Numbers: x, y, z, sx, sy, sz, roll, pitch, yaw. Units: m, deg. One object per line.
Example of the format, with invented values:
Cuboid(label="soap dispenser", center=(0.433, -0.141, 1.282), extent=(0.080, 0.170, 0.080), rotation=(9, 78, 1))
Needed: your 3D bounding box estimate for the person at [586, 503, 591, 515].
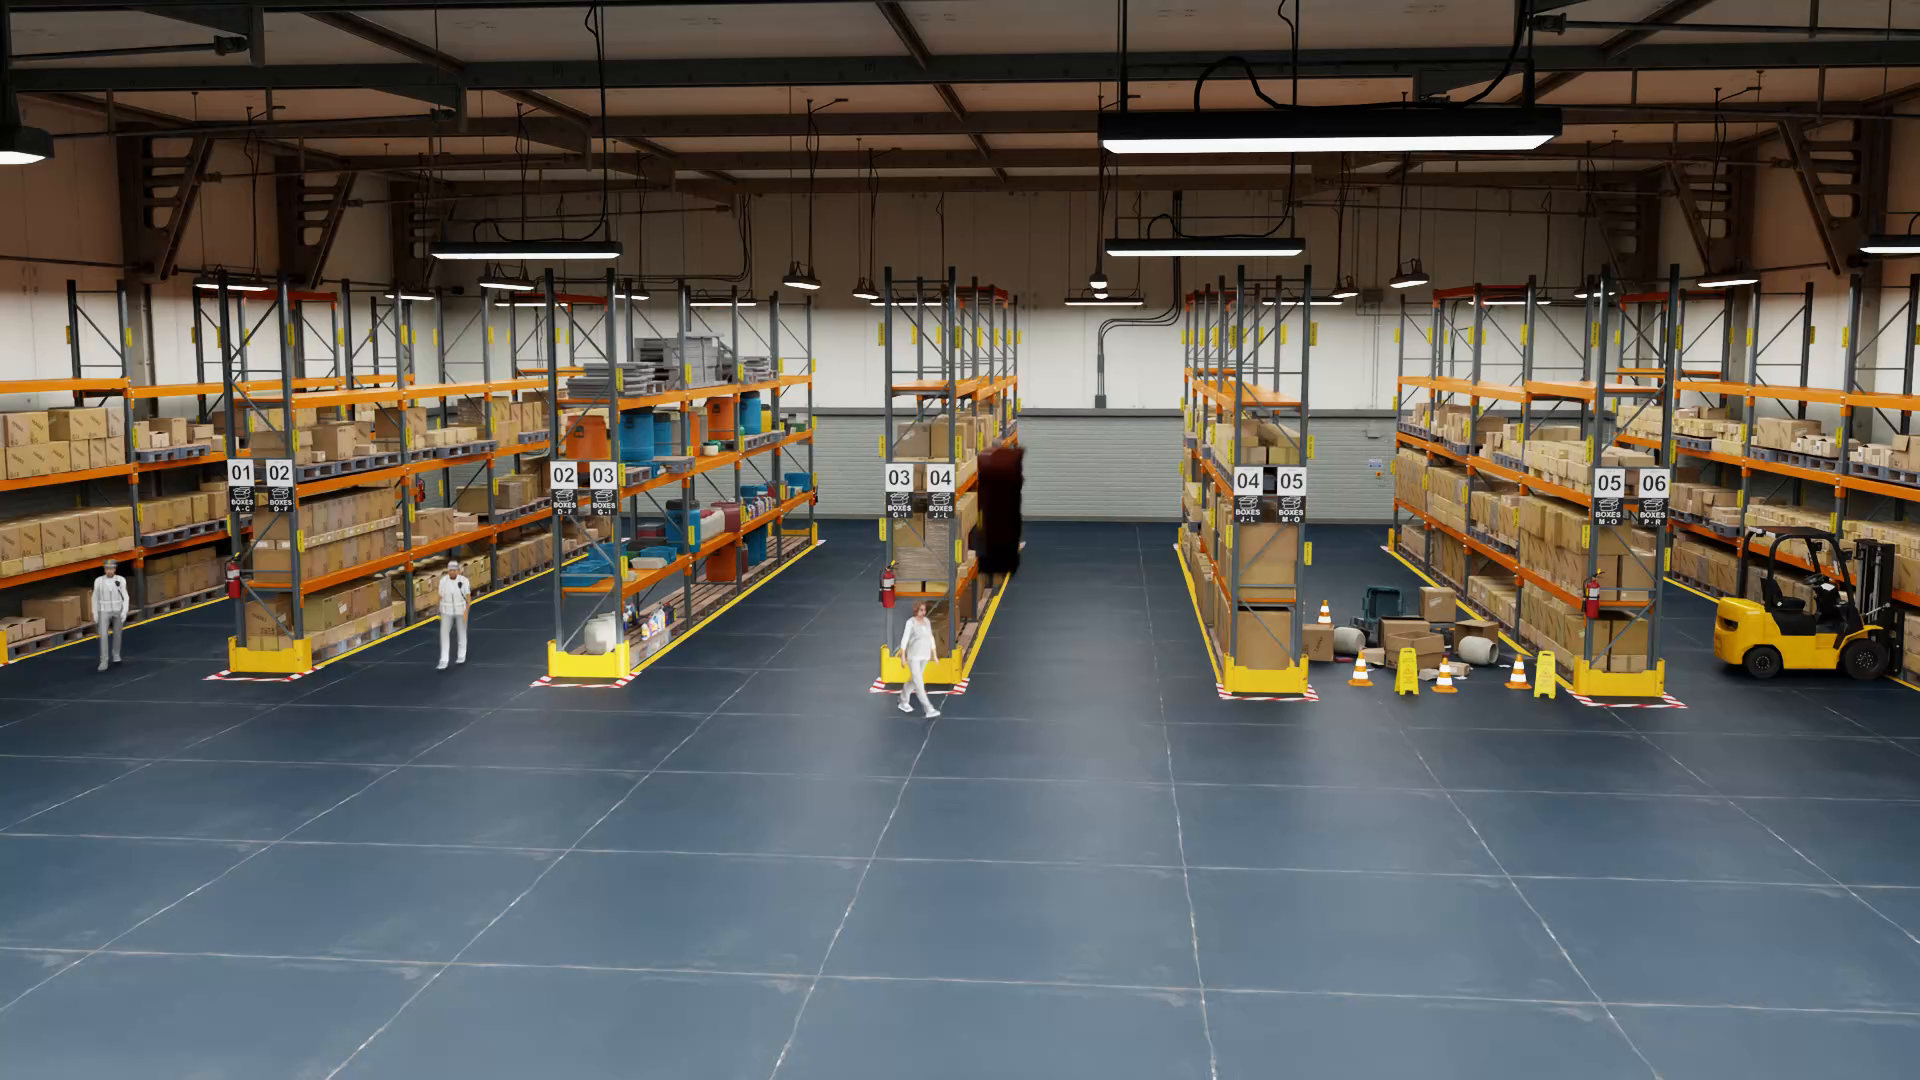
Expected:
Cuboid(label="person", center=(-9.775, -1.182, 44.108), extent=(0.508, 1.605, 1.082), rotation=(-5, 9, -37))

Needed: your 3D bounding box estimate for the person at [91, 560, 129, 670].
Cuboid(label="person", center=(-12.935, 1.101, 25.331), extent=(0.520, 1.623, 0.928), rotation=(-5, 8, -34))

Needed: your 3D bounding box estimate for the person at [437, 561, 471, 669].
Cuboid(label="person", center=(-7.706, 1.121, 25.259), extent=(0.544, 1.609, 0.970), rotation=(-2, 7, -19))

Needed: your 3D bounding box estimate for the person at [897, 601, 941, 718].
Cuboid(label="person", center=(-0.519, 1.562, 21.925), extent=(0.992, 1.535, 0.455), rotation=(6, 9, 40))
